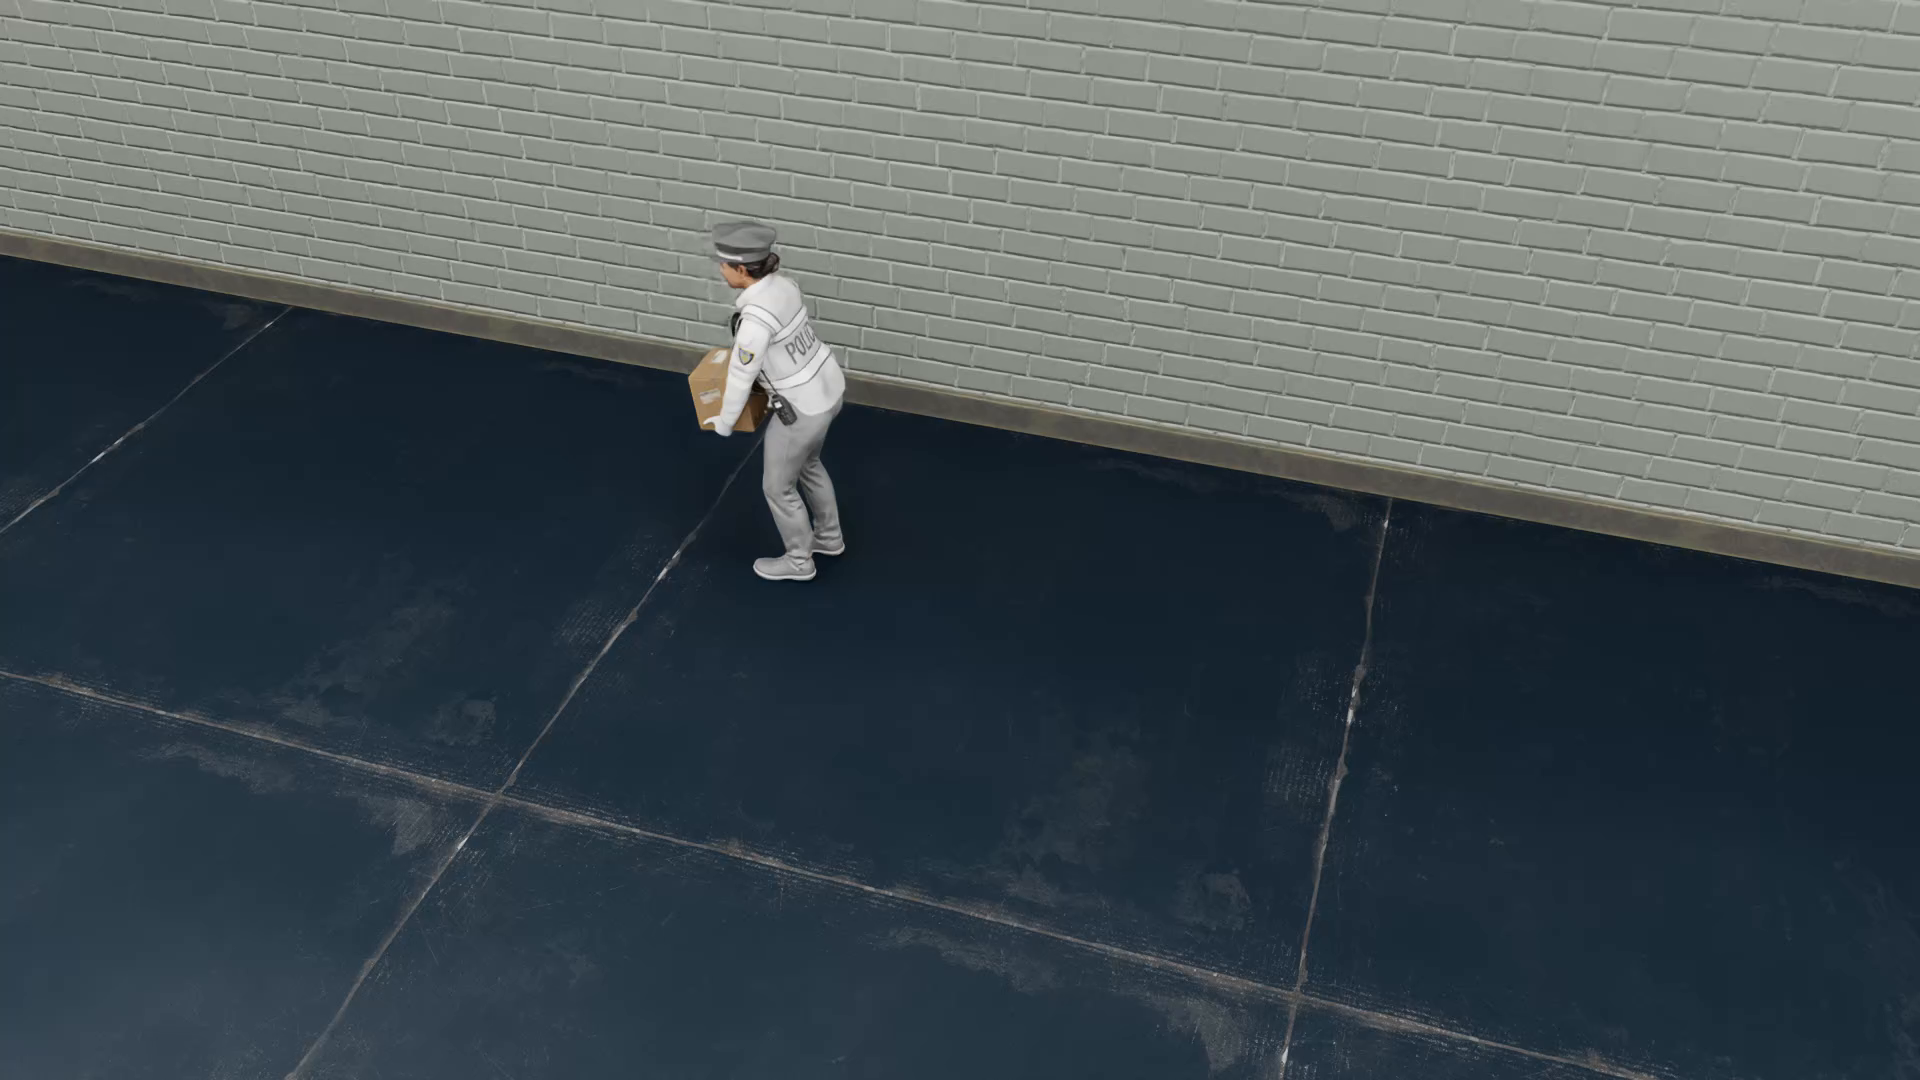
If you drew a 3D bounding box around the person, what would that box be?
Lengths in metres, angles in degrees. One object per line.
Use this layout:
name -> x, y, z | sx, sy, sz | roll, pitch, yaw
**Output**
person -> -0.762, -0.547, 6.904 | 0.559, 1.630, 0.411 | 10, 38, 13
